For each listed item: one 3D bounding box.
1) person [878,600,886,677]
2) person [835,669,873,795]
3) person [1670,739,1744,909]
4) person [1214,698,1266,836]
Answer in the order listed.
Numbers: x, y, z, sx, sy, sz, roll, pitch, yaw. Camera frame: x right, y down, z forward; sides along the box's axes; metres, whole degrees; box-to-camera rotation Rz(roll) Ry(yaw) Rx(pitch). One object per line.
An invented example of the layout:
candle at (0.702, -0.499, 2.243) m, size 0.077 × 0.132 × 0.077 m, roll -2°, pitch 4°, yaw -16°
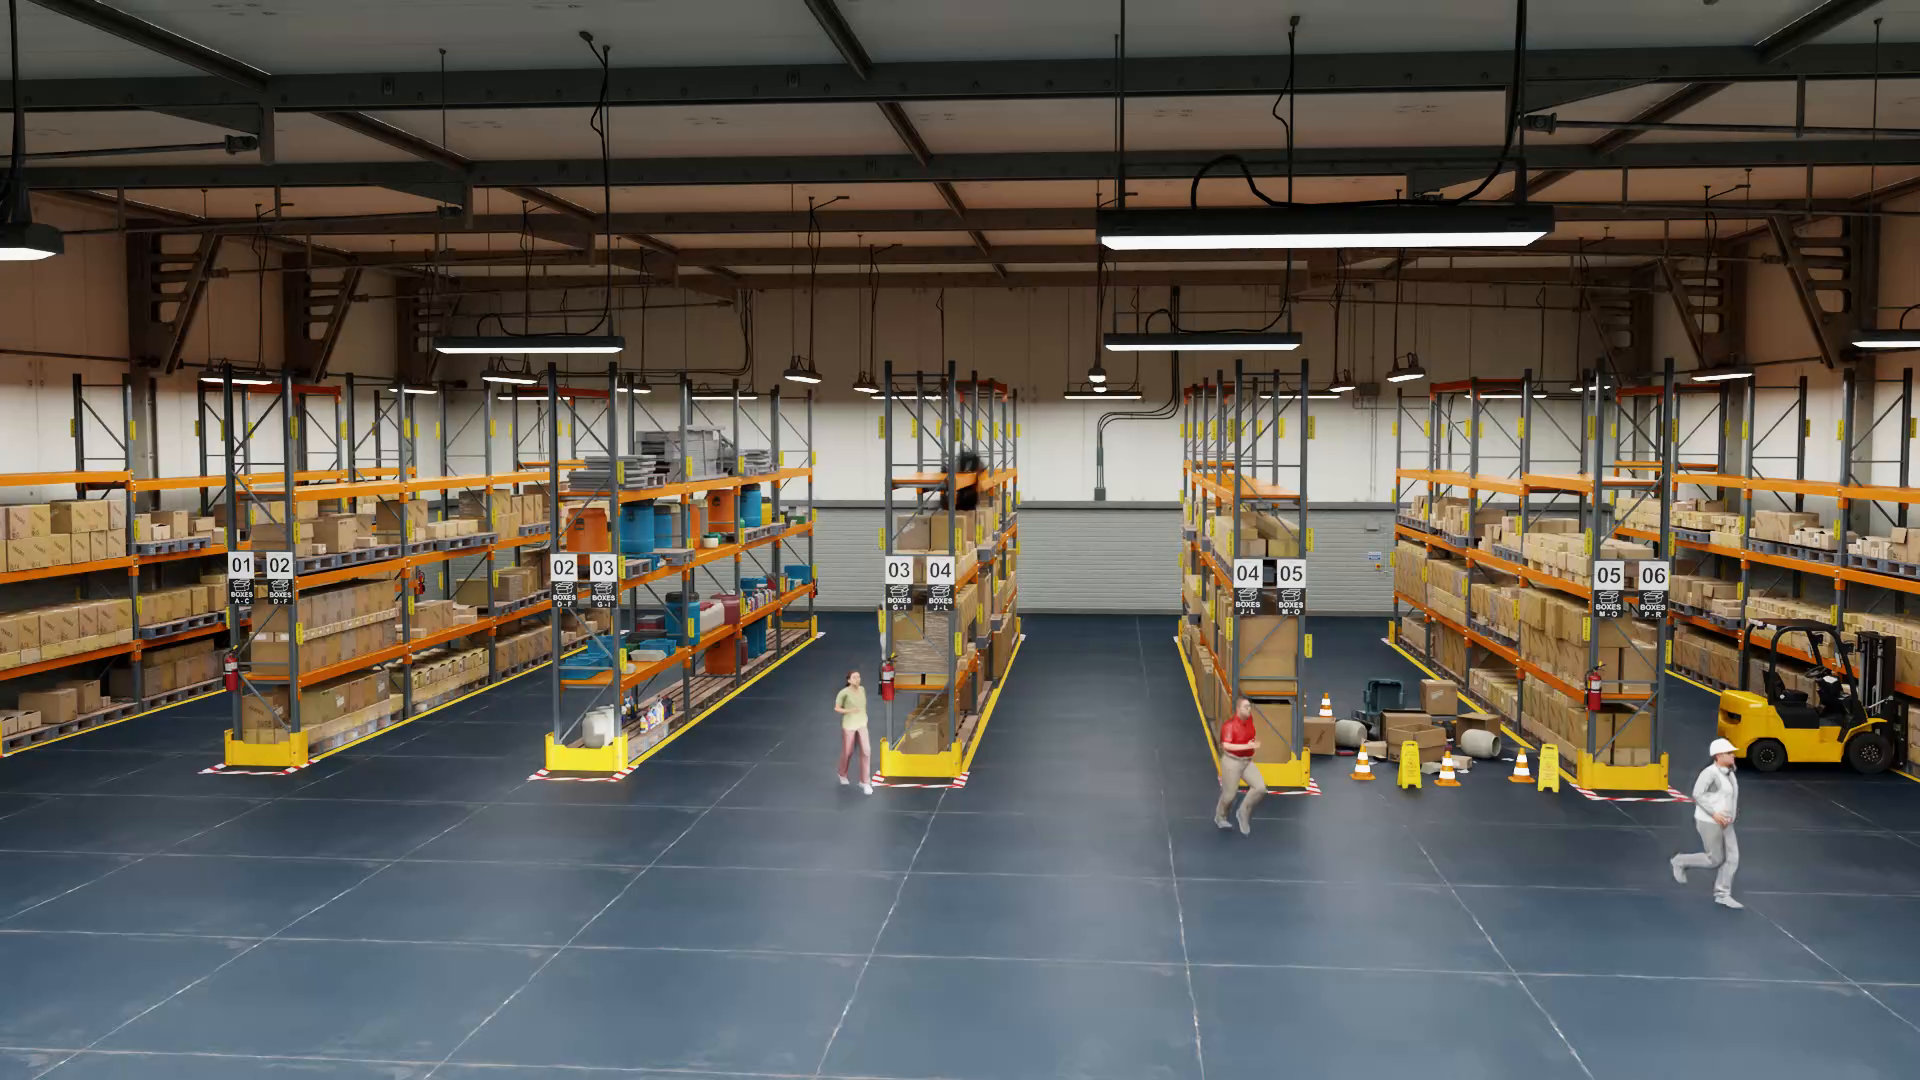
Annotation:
person at (-1.384, 1.877, 34.132) m, size 0.622 × 1.834 × 1.018 m, roll 0°, pitch 4°, yaw 2°
person at (-1.499, 2.634, 23.110) m, size 0.570 × 1.705 × 0.822 m, roll -2°, pitch 4°, yaw -27°
person at (8.019, 2.981, 17.682) m, size 0.684 × 1.757 × 0.740 m, roll -3°, pitch 5°, yaw -41°
person at (3.461, 2.797, 20.576) m, size 0.694 × 1.720 × 0.830 m, roll -3°, pitch 5°, yaw -36°
